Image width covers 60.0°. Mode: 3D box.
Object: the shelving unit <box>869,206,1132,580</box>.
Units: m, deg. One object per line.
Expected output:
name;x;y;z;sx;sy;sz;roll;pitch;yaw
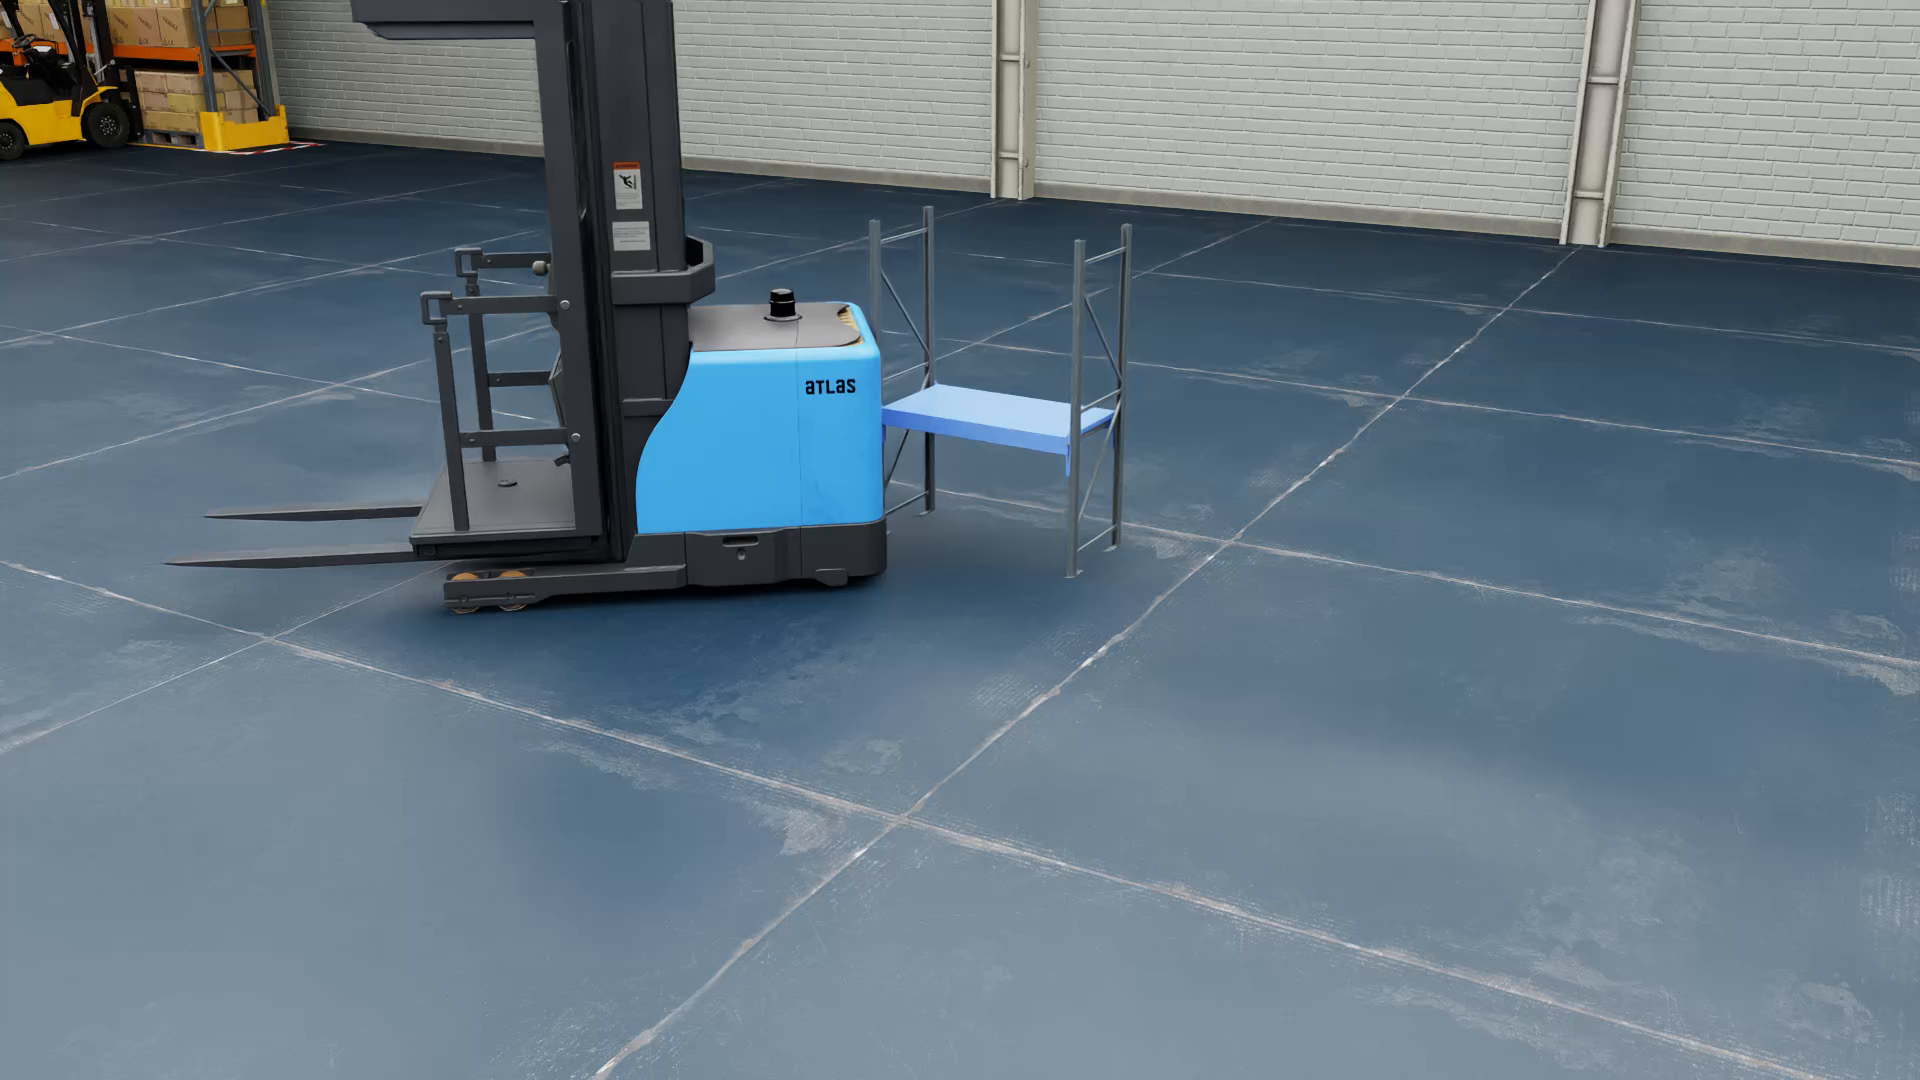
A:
shelving unit;0.175;-0.692;7.574;1.048;1.500;0.538;11;23;29

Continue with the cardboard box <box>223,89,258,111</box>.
cardboard box;-10.039;-6.065;22.870;0.500;0.250;0.500;11;23;28

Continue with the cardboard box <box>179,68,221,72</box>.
cardboard box;-10.495;-6.378;23.001;0.500;0.250;0.500;11;23;27

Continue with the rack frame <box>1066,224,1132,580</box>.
rack frame;0.613;-0.604;7.332;0.032;1.500;0.500;11;23;29

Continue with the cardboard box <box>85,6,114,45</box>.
cardboard box;-11.627;-7.090;22.867;0.500;0.500;0.500;11;23;28

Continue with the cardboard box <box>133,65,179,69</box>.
cardboard box;-11.370;-6.552;23.479;0.500;0.250;0.500;10;22;26

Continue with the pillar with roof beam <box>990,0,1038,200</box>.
pillar with roof beam;-1.521;-6.712;13.173;0.400;9.000;9.100;11;23;27

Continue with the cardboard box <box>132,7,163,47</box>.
cardboard box;-10.736;-6.925;22.410;0.500;0.500;0.500;12;23;29

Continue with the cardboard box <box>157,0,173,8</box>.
cardboard box;-10.407;-7.145;22.066;0.250;0.149;0.380;11;23;28

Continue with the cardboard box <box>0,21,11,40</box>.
cardboard box;-13.789;-7.386;24.048;0.500;0.250;0.500;11;23;29

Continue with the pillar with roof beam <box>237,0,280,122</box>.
pillar with roof beam;-11.997;-8.708;18.675;0.400;9.000;9.100;11;23;27

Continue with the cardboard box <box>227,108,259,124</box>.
cardboard box;-10.063;-5.830;22.955;0.500;0.250;0.500;11;23;28

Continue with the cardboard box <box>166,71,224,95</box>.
cardboard box;-10.284;-6.144;22.354;0.500;0.250;0.500;12;23;29

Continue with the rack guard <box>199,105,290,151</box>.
rack guard;-9.709;-5.606;22.587;0.348;0.500;1.175;11;23;27

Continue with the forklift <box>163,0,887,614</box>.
forklift;-1.883;-1.261;7.043;3.031;2.935;1.130;-3;20;-8

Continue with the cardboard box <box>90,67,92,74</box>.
cardboard box;-12.071;-6.484;23.292;0.500;0.250;0.500;12;23;29

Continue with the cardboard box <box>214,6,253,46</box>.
cardboard box;-10.027;-6.997;22.610;0.500;0.500;0.500;12;23;29

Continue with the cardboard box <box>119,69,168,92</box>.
cardboard box;-11.178;-6.308;22.806;0.500;0.250;0.500;11;23;28

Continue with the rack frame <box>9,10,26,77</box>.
rack frame;-13.222;-7.451;24.006;0.127;3.000;1.000;11;23;27

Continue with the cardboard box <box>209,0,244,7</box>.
cardboard box;-9.899;-7.271;22.413;0.250;0.149;0.380;10;22;26

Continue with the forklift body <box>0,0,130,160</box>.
forklift body;-12.275;-6.159;21.689;1.214;2.155;2.313;11;23;27

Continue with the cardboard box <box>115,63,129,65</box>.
cardboard box;-12.248;-6.721;23.946;0.500;0.250;0.500;10;22;27

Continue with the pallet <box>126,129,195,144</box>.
pallet;-11.479;-5.792;23.524;1.213;0.211;1.003;11;23;27

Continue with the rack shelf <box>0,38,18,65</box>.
rack shelf;-14.968;-7.445;25.045;4.000;0.370;1.077;11;23;27

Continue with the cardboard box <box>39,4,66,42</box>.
cardboard box;-12.499;-7.264;23.346;0.500;0.500;0.500;11;23;28

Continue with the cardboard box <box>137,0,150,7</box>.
cardboard box;-10.814;-7.251;22.358;0.250;0.149;0.380;11;22;27

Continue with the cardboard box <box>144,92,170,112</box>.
cardboard box;-10.740;-6.000;22.689;0.500;0.250;0.500;11;22;27

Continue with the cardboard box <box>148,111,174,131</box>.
cardboard box;-10.723;-5.760;22.761;0.500;0.250;0.500;11;23;27

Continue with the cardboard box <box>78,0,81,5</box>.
cardboard box;-11.968;-7.450;22.906;0.250;0.149;0.380;10;22;26

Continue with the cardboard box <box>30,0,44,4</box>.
cardboard box;-12.845;-7.629;23.399;0.250;0.149;0.380;11;23;29

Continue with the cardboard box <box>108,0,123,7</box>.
cardboard box;-11.301;-7.318;22.541;0.250;0.149;0.380;11;23;28
